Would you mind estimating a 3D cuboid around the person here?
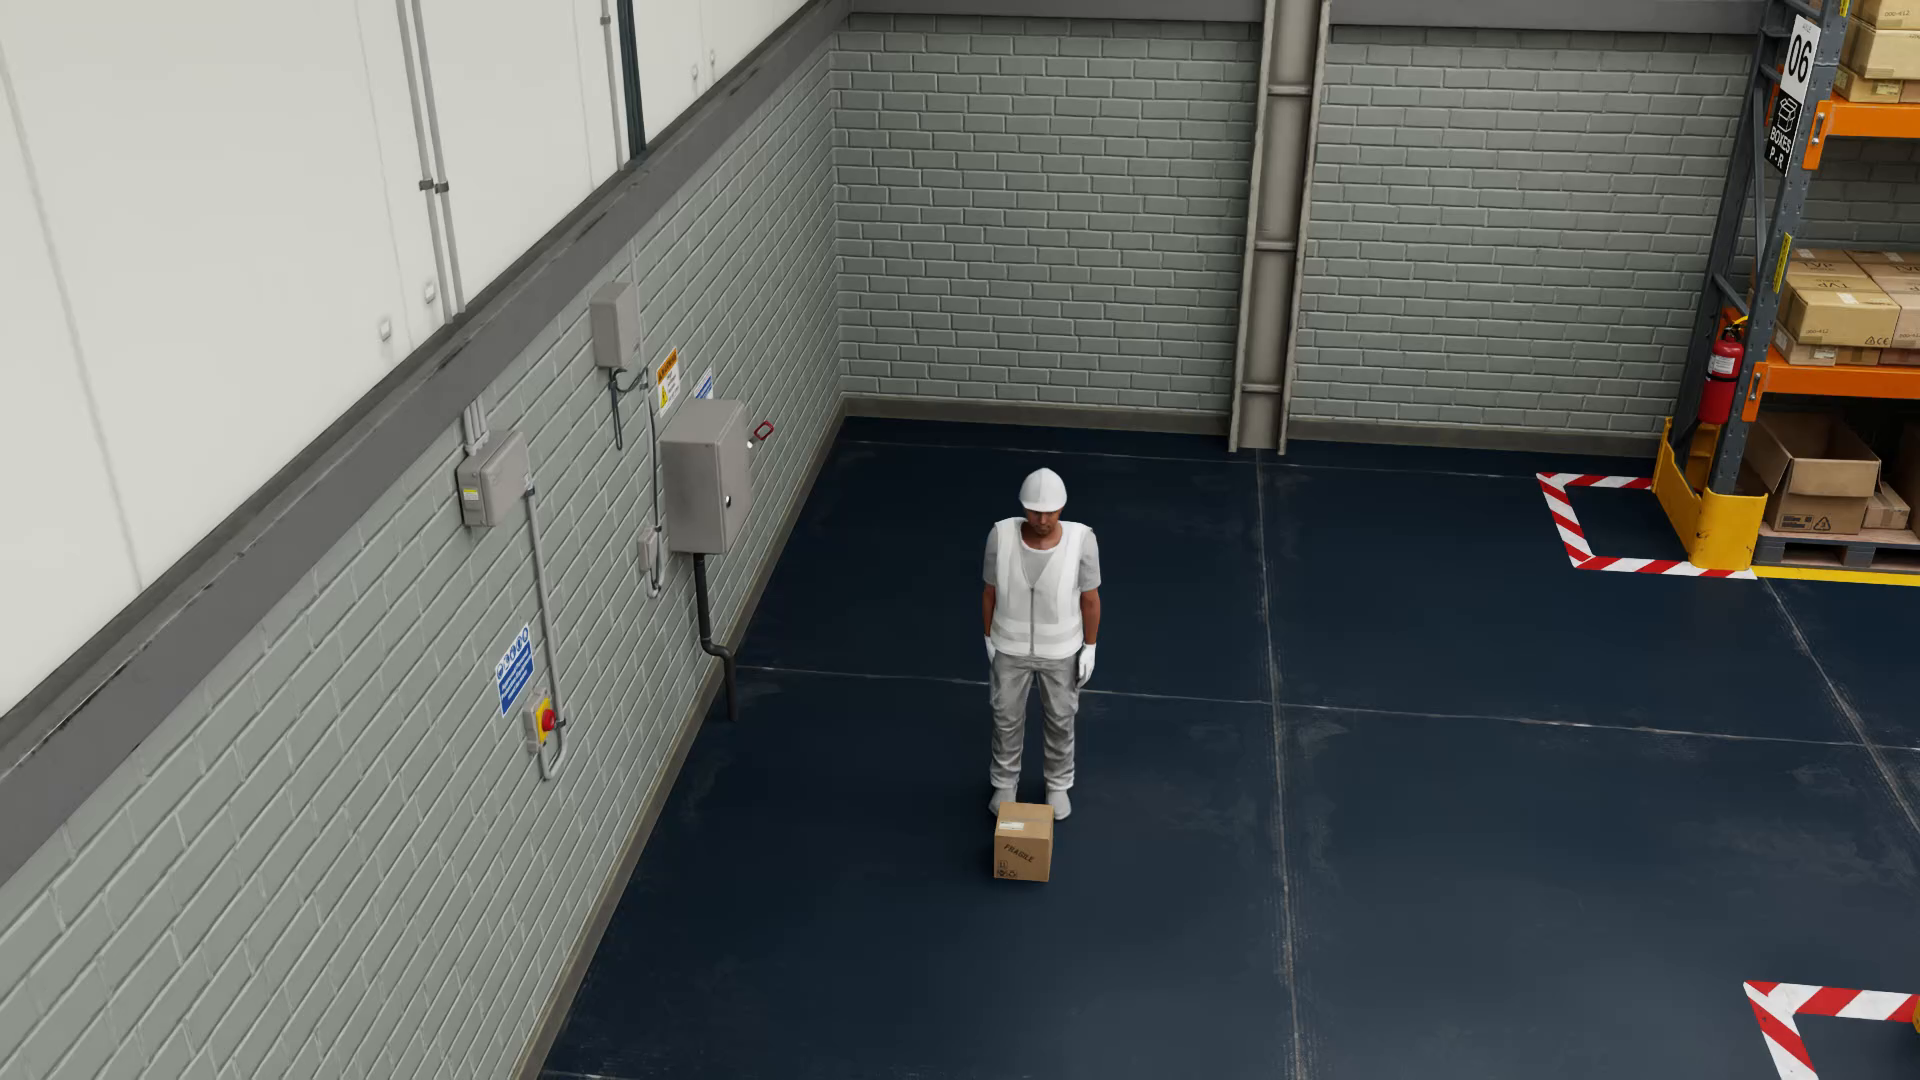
[{"bbox_3d":[0.366,0.491,7.687,0.547,1.781,0.367,4,28,7],"label":"person"}]
